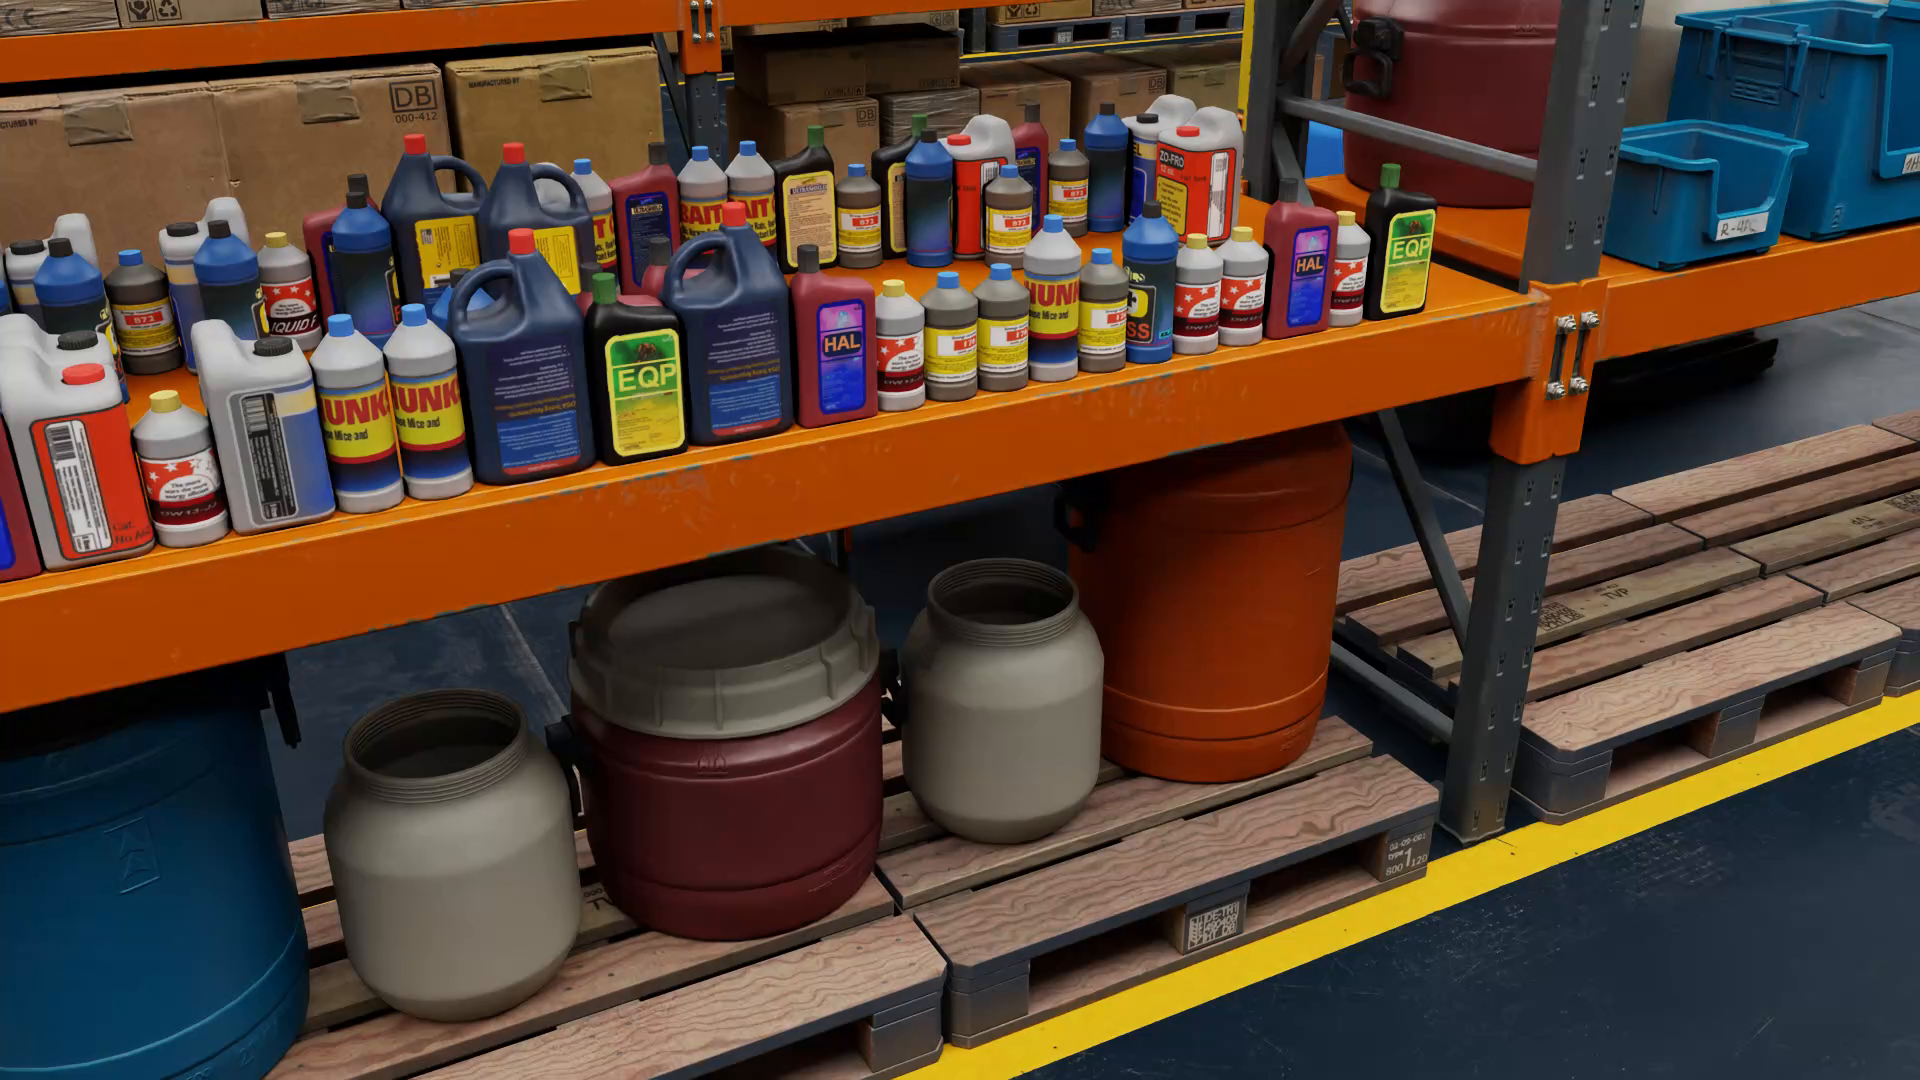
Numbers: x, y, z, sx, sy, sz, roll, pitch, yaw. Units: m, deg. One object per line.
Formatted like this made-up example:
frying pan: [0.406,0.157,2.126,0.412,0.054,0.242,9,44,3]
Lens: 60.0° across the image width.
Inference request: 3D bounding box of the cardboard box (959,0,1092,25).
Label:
cardboard box: [0.508,-4.807,13.767,0.875,0.875,0.875,-13,28,-24]

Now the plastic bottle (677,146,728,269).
plastic bottle: [-0.498,-0.629,3.244,0.097,0.271,0.097,0,26,0]

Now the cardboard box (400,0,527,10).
cardboard box: [-2.126,-2.496,6.867,0.500,0.500,0.500,-13,29,-26]

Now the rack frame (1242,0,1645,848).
rack frame: [0.967,-0.853,3.562,0.127,3.000,1.000,-13,29,-25]

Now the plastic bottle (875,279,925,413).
plastic bottle: [-0.105,-0.316,2.672,0.097,0.201,0.097,0,26,0]

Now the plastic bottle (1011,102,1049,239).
plastic bottle: [0.121,-0.787,3.557,0.133,0.283,0.061,-13,29,-25]

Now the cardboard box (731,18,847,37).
cardboard box: [-1.438,-4.294,12.842,0.750,0.750,1.050,-13,29,-25]

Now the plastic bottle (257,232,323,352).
plastic bottle: [-1.187,-0.439,2.928,0.097,0.201,0.097,0,26,0]

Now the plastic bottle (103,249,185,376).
plastic bottle: [-1.392,-0.391,2.829,0.097,0.201,0.097,0,26,0]

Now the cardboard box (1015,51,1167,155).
cardboard box: [0.690,-2.310,8.976,0.500,0.500,0.700,-16,30,-29]

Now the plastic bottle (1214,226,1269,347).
plastic bottle: [0.496,-0.455,2.962,0.097,0.201,0.097,0,26,0]

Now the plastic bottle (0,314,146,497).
plastic bottle: [-1.230,-0.178,2.299,0.135,0.276,0.152,-13,29,-25]

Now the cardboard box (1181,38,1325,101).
cardboard box: [1.613,-2.514,9.401,0.500,0.500,0.700,-15,30,-29]

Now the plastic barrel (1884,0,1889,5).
plastic barrel: [2.519,-1.381,4.503,0.433,0.535,0.433,0,26,0]

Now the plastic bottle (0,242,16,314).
plastic bottle: [-1.600,-0.364,2.685,0.135,0.276,0.152,-13,29,-25]

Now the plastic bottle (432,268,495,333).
plastic bottle: [-0.734,-0.273,2.502,0.097,0.271,0.097,0,26,0]

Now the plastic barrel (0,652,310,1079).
plastic barrel: [-1.450,0.469,2.746,0.708,0.901,0.600,-13,29,-25]

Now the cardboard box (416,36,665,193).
cardboard box: [-1.983,-1.844,7.594,0.875,0.875,1.225,-14,29,-27]

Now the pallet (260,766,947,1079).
pallet: [-0.785,0.827,3.284,1.213,0.211,1.003,-13,29,-25]

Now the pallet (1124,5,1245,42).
pallet: [1.706,-4.593,14.572,1.213,0.211,1.003,-13,29,-25]

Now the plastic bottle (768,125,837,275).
plastic bottle: [-0.319,-0.685,3.346,0.133,0.283,0.061,-13,29,-25]

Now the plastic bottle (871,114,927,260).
plastic bottle: [-0.115,-0.732,3.444,0.133,0.283,0.061,-13,29,-25]

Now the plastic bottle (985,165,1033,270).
plastic bottle: [0.099,-0.661,3.391,0.097,0.201,0.097,0,26,0]

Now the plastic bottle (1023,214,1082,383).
plastic bottle: [0.153,-0.407,2.781,0.097,0.271,0.097,0,26,0]

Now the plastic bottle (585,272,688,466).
plastic bottle: [-0.479,-0.258,2.456,0.133,0.283,0.061,-13,29,-25]

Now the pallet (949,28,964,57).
pallet: [-0.725,-4.031,13.403,1.213,0.211,1.003,-13,29,-25]

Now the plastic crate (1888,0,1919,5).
plastic crate: [2.536,-1.094,3.990,0.583,0.464,0.402,-13,29,-25]

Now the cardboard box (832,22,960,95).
cardboard box: [-0.324,-2.414,8.326,0.500,0.250,0.500,-10,27,-19]

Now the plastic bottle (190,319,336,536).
plastic bottle: [-0.954,-0.167,2.276,0.135,0.276,0.152,-13,29,-25]

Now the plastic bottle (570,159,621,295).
plastic bottle: [-0.702,-0.582,3.146,0.097,0.271,0.097,0,26,0]

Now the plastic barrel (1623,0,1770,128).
plastic barrel: [1.774,-1.195,4.144,0.421,0.512,0.421,0,26,0]

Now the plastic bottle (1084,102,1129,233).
plastic bottle: [0.317,-0.818,3.636,0.097,0.271,0.097,0,26,0]

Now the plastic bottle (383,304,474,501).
plastic bottle: [-0.752,-0.198,2.346,0.097,0.271,0.097,0,26,0]

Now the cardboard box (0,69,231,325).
cardboard box: [-3.550,-1.482,6.841,0.875,0.875,1.225,-14,29,-27]

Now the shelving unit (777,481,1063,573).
shelving unit: [-0.006,-0.506,5.004,1.048,1.125,0.538,-13,29,-25]

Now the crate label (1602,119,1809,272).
crate label: [1.515,-0.721,3.479,0.416,0.233,0.303,-13,29,-25]

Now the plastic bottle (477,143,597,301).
plastic bottle: [-0.744,-0.522,2.929,0.185,0.351,0.144,-13,29,-25]

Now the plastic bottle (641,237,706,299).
plastic bottle: [-0.429,-0.340,2.628,0.133,0.283,0.061,-13,29,-25]

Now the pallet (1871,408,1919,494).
pallet: [3.821,-0.236,5.498,1.213,0.211,1.003,-13,29,-25]

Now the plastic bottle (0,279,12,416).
plastic bottle: [-1.525,-0.318,2.595,0.097,0.271,0.097,0,26,0]

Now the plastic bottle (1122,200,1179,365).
plastic bottle: [0.325,-0.447,2.864,0.097,0.271,0.097,0,26,0]

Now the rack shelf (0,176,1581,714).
rack shelf: [-0.798,-0.122,2.869,4.000,0.370,1.077,-13,29,-25]

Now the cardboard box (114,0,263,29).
cardboard box: [-3.032,-2.285,6.429,0.500,0.500,0.500,-12,28,-24]

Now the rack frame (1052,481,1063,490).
rack frame: [0.443,-0.609,5.219,0.032,1.125,0.500,-13,29,-25]

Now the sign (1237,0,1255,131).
sign: [0.701,-1.136,3.961,0.005,0.325,0.100,-13,29,-25]

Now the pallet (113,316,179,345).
pallet: [-3.170,-1.109,7.317,1.213,0.211,1.003,-13,29,-25]

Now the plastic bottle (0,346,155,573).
plastic bottle: [-1.158,-0.120,2.178,0.135,0.276,0.152,-13,29,-25]

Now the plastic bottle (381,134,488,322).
plastic bottle: [-0.934,-0.553,2.993,0.185,0.351,0.144,-13,29,-25]

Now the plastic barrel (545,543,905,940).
plastic barrel: [-0.454,0.381,3.293,0.708,0.588,0.600,-13,29,-25]

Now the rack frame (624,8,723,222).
rack frame: [-1.364,-2.745,7.502,0.127,3.000,1.000,-13,29,-25]

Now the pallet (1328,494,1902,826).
pallet: [1.668,0.261,4.463,1.213,0.211,1.003,-13,29,-25]

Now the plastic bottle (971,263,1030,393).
plastic bottle: [0.067,-0.356,2.755,0.097,0.201,0.097,0,26,0]

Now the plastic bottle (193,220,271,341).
plastic bottle: [-1.201,-0.392,2.750,0.097,0.271,0.097,0,26,0]

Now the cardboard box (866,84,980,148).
cardboard box: [-0.299,-2.078,8.493,0.500,0.500,0.700,-16,30,-29]

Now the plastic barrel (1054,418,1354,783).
plastic barrel: [0.543,0.042,3.720,0.708,0.830,0.600,-13,29,-25]

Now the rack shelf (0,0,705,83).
rack shelf: [-3.129,-2.013,6.809,4.000,0.370,1.077,-13,29,-25]

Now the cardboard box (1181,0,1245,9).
cardboard box: [2.107,-5.177,14.537,0.875,0.875,0.875,-13,29,-26]

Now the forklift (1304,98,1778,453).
forklift: [2.626,-2.094,6.226,3.031,2.935,1.130,-15,30,-29]

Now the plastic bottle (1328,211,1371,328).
plastic bottle: [0.700,-0.502,3.059,0.097,0.201,0.097,0,26,0]
